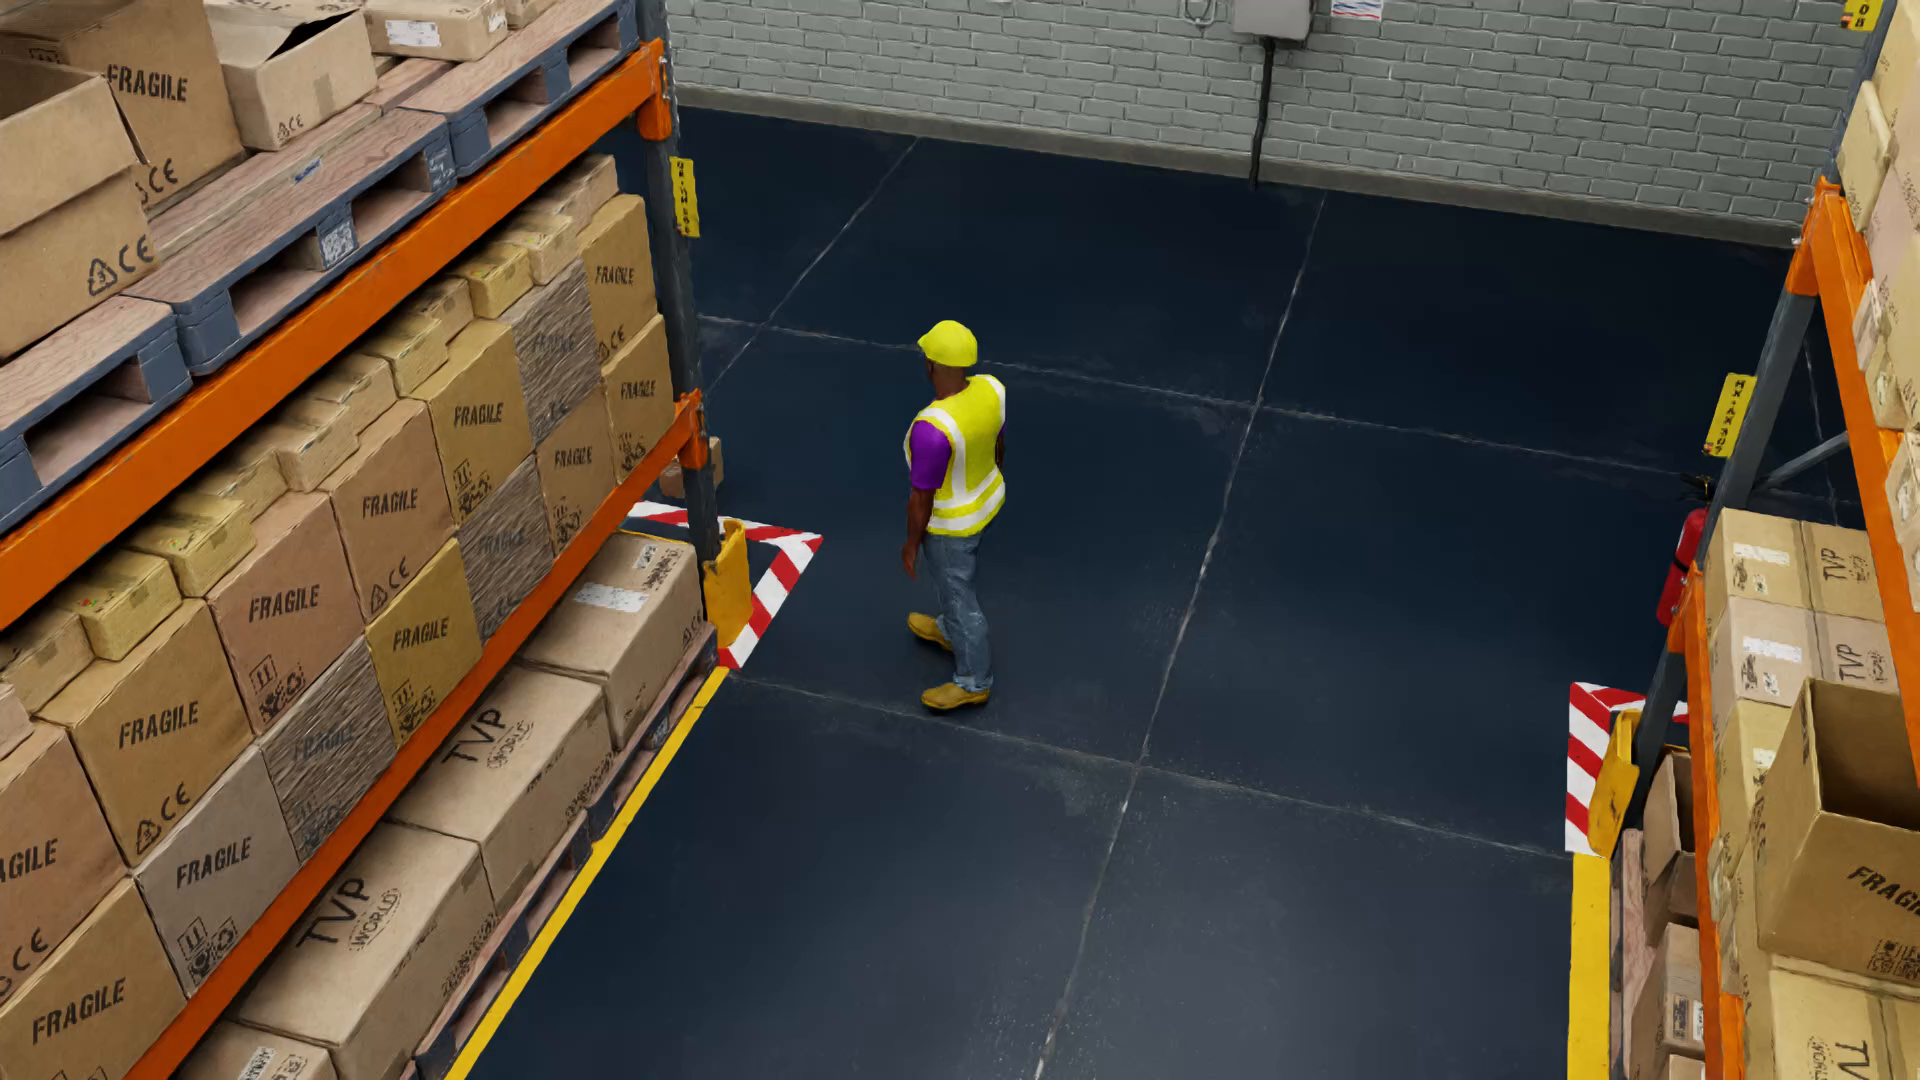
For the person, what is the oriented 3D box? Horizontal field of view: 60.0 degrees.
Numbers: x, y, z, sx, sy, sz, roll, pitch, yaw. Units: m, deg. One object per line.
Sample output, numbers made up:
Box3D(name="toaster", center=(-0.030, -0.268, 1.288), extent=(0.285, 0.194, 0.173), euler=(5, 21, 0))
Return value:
Box3D(name="person", center=(-0.049, -0.154, 7.037), extent=(0.580, 1.763, 0.700), euler=(18, 41, 23))
